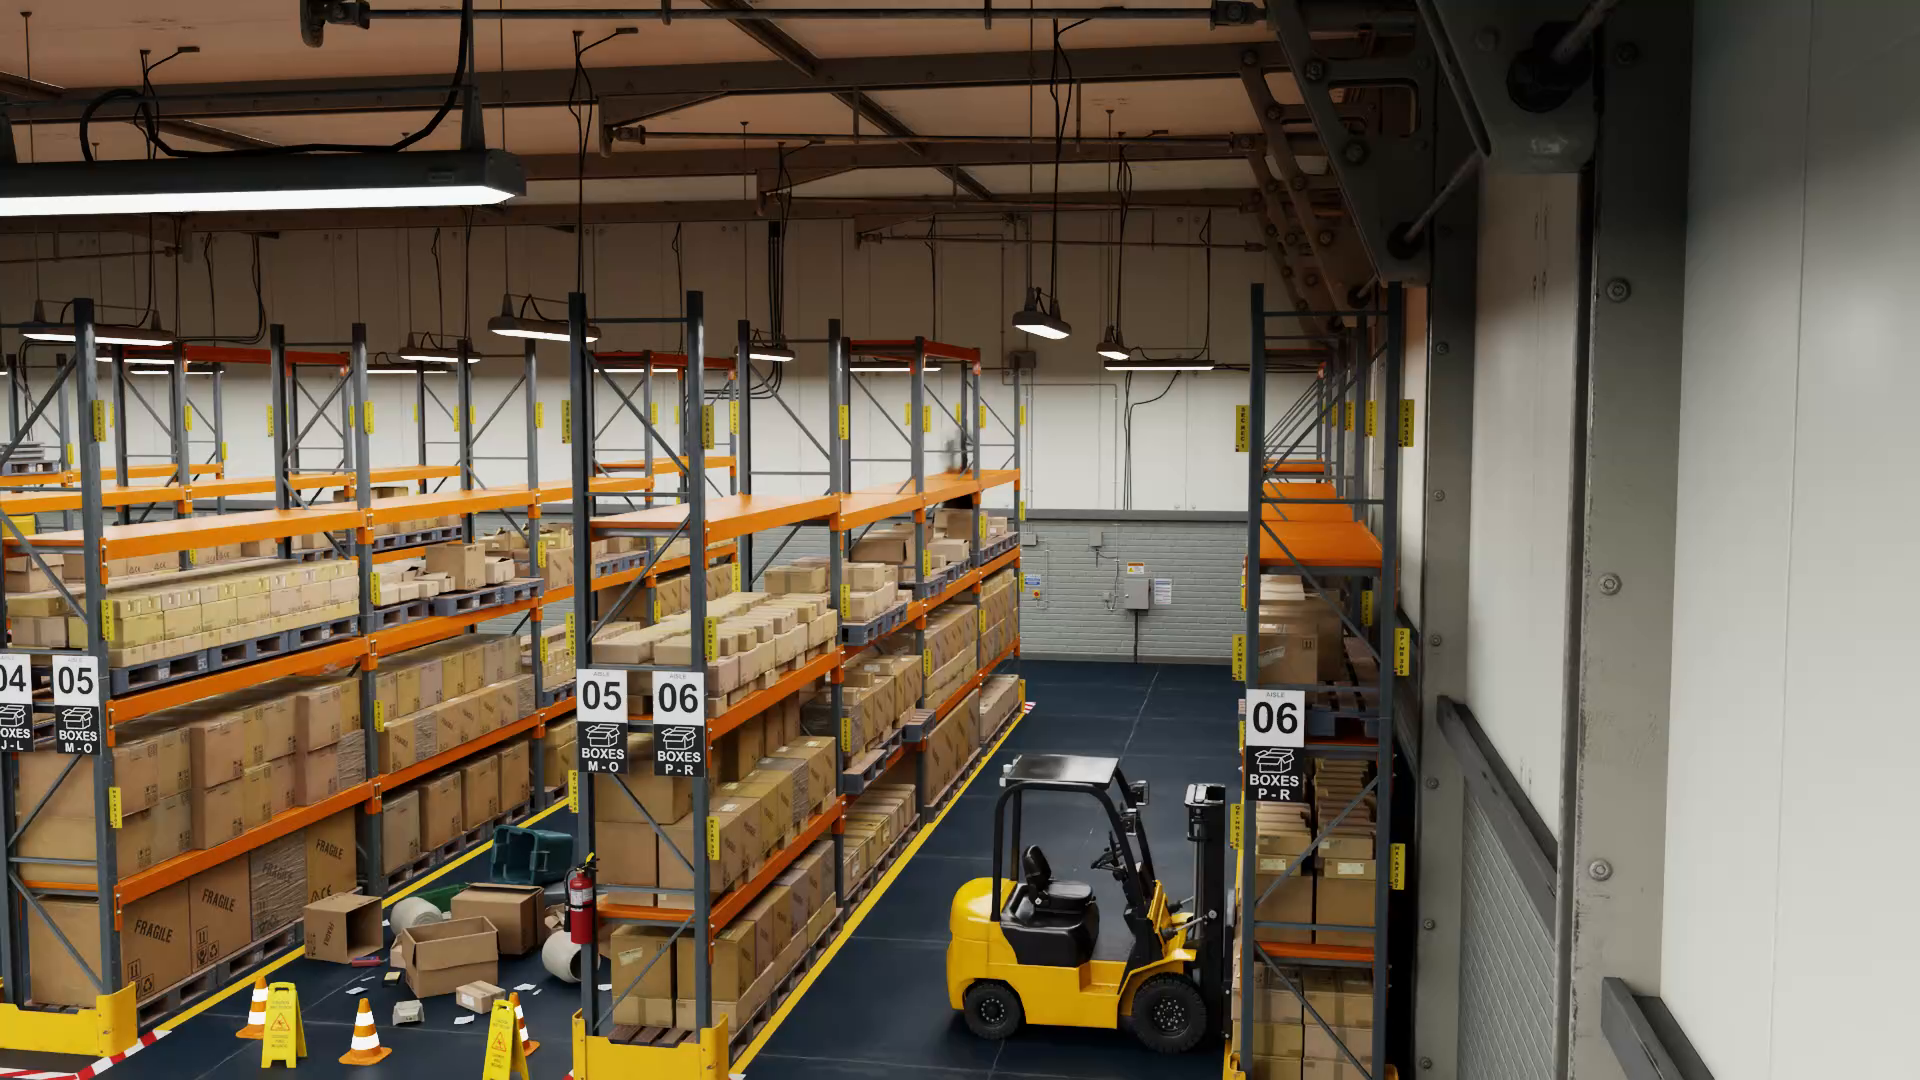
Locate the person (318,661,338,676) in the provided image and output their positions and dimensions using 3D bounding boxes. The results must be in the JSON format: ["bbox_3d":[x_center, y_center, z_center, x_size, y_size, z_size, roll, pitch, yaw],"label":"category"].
[{"bbox_3d":[-8.632,2.465,22.813,0.726,1.734,0.702,0,5,-1],"label":"person"}]
